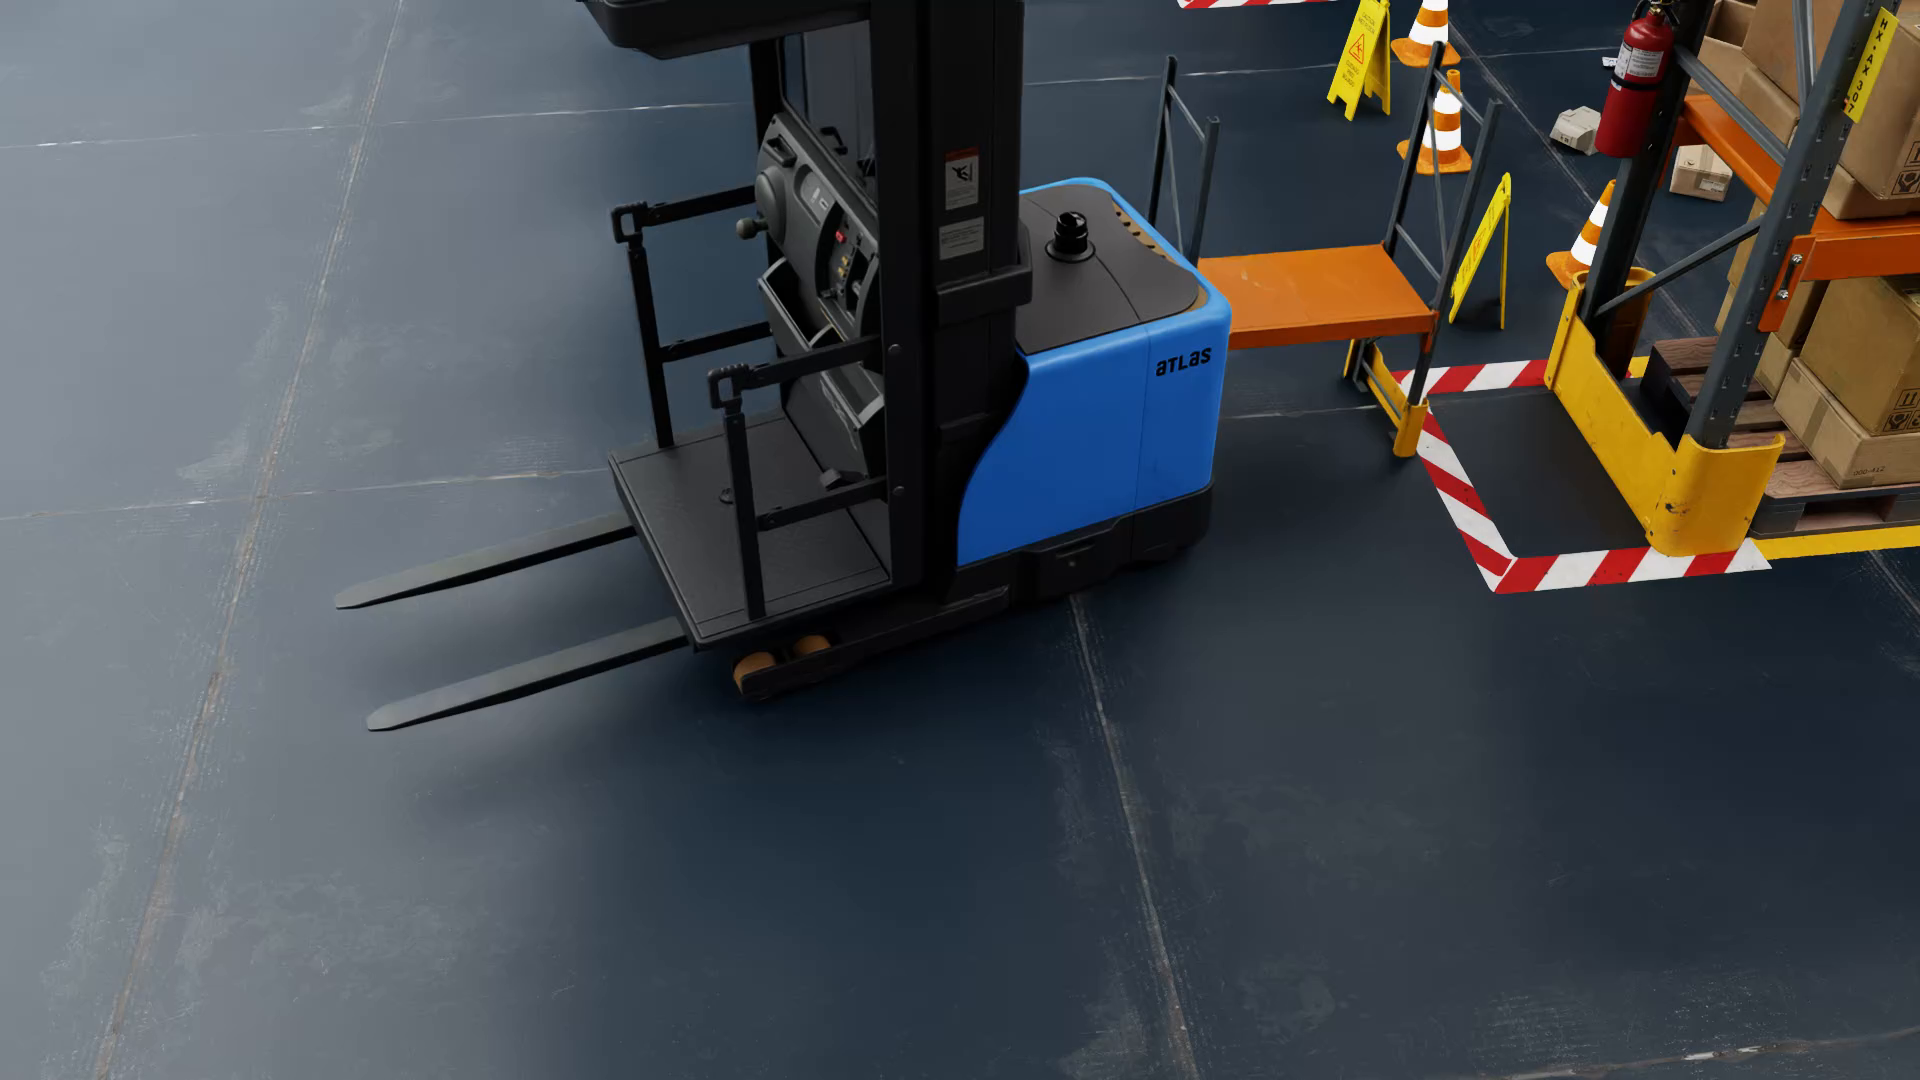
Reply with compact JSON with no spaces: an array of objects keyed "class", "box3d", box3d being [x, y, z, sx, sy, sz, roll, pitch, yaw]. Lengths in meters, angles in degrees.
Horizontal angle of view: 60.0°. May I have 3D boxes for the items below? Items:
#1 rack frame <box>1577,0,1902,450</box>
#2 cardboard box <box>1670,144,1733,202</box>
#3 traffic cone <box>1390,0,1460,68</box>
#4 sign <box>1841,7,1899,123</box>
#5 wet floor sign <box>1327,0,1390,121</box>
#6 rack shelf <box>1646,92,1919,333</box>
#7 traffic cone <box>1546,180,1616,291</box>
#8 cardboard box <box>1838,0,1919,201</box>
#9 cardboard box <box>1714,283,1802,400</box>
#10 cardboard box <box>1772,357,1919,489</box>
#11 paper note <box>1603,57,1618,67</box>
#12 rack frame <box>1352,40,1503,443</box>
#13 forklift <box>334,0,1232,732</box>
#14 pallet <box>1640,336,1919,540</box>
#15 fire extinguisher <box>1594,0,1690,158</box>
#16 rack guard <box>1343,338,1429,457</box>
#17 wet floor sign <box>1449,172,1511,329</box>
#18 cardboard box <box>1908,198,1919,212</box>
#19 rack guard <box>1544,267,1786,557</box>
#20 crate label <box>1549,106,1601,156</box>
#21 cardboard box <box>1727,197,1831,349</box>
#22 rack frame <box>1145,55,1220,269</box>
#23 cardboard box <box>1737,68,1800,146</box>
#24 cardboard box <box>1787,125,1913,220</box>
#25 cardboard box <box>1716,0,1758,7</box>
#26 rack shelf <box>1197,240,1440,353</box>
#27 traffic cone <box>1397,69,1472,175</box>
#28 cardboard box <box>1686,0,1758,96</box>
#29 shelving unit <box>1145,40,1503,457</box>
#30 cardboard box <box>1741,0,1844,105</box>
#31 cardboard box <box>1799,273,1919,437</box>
[{"class":"rack frame","box3d":[2.619,-1.442,5.609,0.127,3.000,1.000,-5,42,-6]},{"class":"cardboard box","box3d":[3.656,-1.839,8.178,0.250,0.149,0.380,16,44,17]},{"class":"traffic cone","box3d":[2.588,-2.882,9.099,0.334,0.463,0.336,-5,42,-6]},{"class":"sign","box3d":[2.689,-1.403,4.920,0.005,0.325,0.100,-5,42,-6]},{"class":"wet floor sign","box3d":[2.105,-2.529,8.572,0.232,0.644,0.267,-12,43,-13]},{"class":"rack shelf","box3d":[4.602,-1.349,6.043,4.000,0.370,1.077,-5,42,-6]},{"class":"traffic cone","box3d":[2.878,-1.394,7.450,0.334,0.463,0.336,-5,42,-6]},{"class":"cardboard box","box3d":[3.125,-1.447,5.318,0.500,0.500,0.500,-6,42,-6]},{"class":"cardboard box","box3d":[3.409,-0.828,6.668,0.500,0.250,0.500,-5,42,-6]},{"class":"cardboard box","box3d":[3.455,-0.463,6.264,0.500,0.250,0.500,-5,42,-6]},{"class":"paper note","box3d":[3.611,-2.623,9.136,0.142,0.017,0.144,8,43,9]},{"class":"rack frame","box3d":[1.751,-1.085,6.337,0.032,1.500,0.500,-6,42,-11]},{"class":"forklift","box3d":[-0.634,-0.949,5.113,3.031,2.935,1.130,-17,45,-18]},{"class":"pallet","box3d":[3.504,-0.460,6.603,1.213,0.211,1.003,-5,42,-6]},{"class":"fire extinguisher","box3d":[2.446,-1.710,5.963,0.183,0.674,0.296,-5,42,-6]},{"class":"rack guard","box3d":[1.723,-0.617,6.750,0.087,0.250,0.587,-6,42,-11]},{"class":"wet floor sign","box3d":[2.292,-1.262,7.167,0.232,0.644,0.267,8,43,9]},{"class":"cardboard box","box3d":[3.231,-1.272,5.609,0.250,0.149,0.380,-4,42,-5]},{"class":"rack guard","box3d":[2.694,-0.521,6.454,0.348,0.500,1.175,-5,42,-6]},{"class":"crate label","box3d":[3.169,-2.090,8.465,0.298,0.136,0.250,-27,49,-27]},{"class":"cardboard box","box3d":[3.380,-1.098,6.408,0.500,0.500,0.500,-5,42,-5]},{"class":"rack frame","box3d":[0.758,-0.975,6.148,0.032,1.500,0.500,-6,42,-11]},{"class":"cardboard box","box3d":[2.962,-1.523,5.887,0.250,0.149,0.380,-4,42,-4]},{"class":"cardboard box","box3d":[2.983,-1.241,5.574,0.250,0.149,0.380,-5,42,-5]},{"class":"cardboard box","box3d":[4.437,-3.325,9.561,0.500,0.500,0.500,2,42,2]},{"class":"rack shelf","box3d":[1.246,-0.895,6.362,1.000,0.185,0.538,-6,42,-11]},{"class":"traffic cone","box3d":[2.397,-2.102,8.235,0.334,0.463,0.336,-5,42,-6]},{"class":"cardboard box","box3d":[4.032,-2.349,8.479,0.797,0.503,0.637,32,51,30]},{"class":"shelving unit","box3d":[1.263,-1.031,6.244,1.083,1.500,0.587,-6,42,-11]},{"class":"cardboard box","box3d":[3.121,-1.820,5.731,0.500,0.500,0.500,-6,42,-6]},{"class":"cardboard box","box3d":[3.478,-0.744,6.015,0.500,0.500,0.500,-6,42,-7]}]
